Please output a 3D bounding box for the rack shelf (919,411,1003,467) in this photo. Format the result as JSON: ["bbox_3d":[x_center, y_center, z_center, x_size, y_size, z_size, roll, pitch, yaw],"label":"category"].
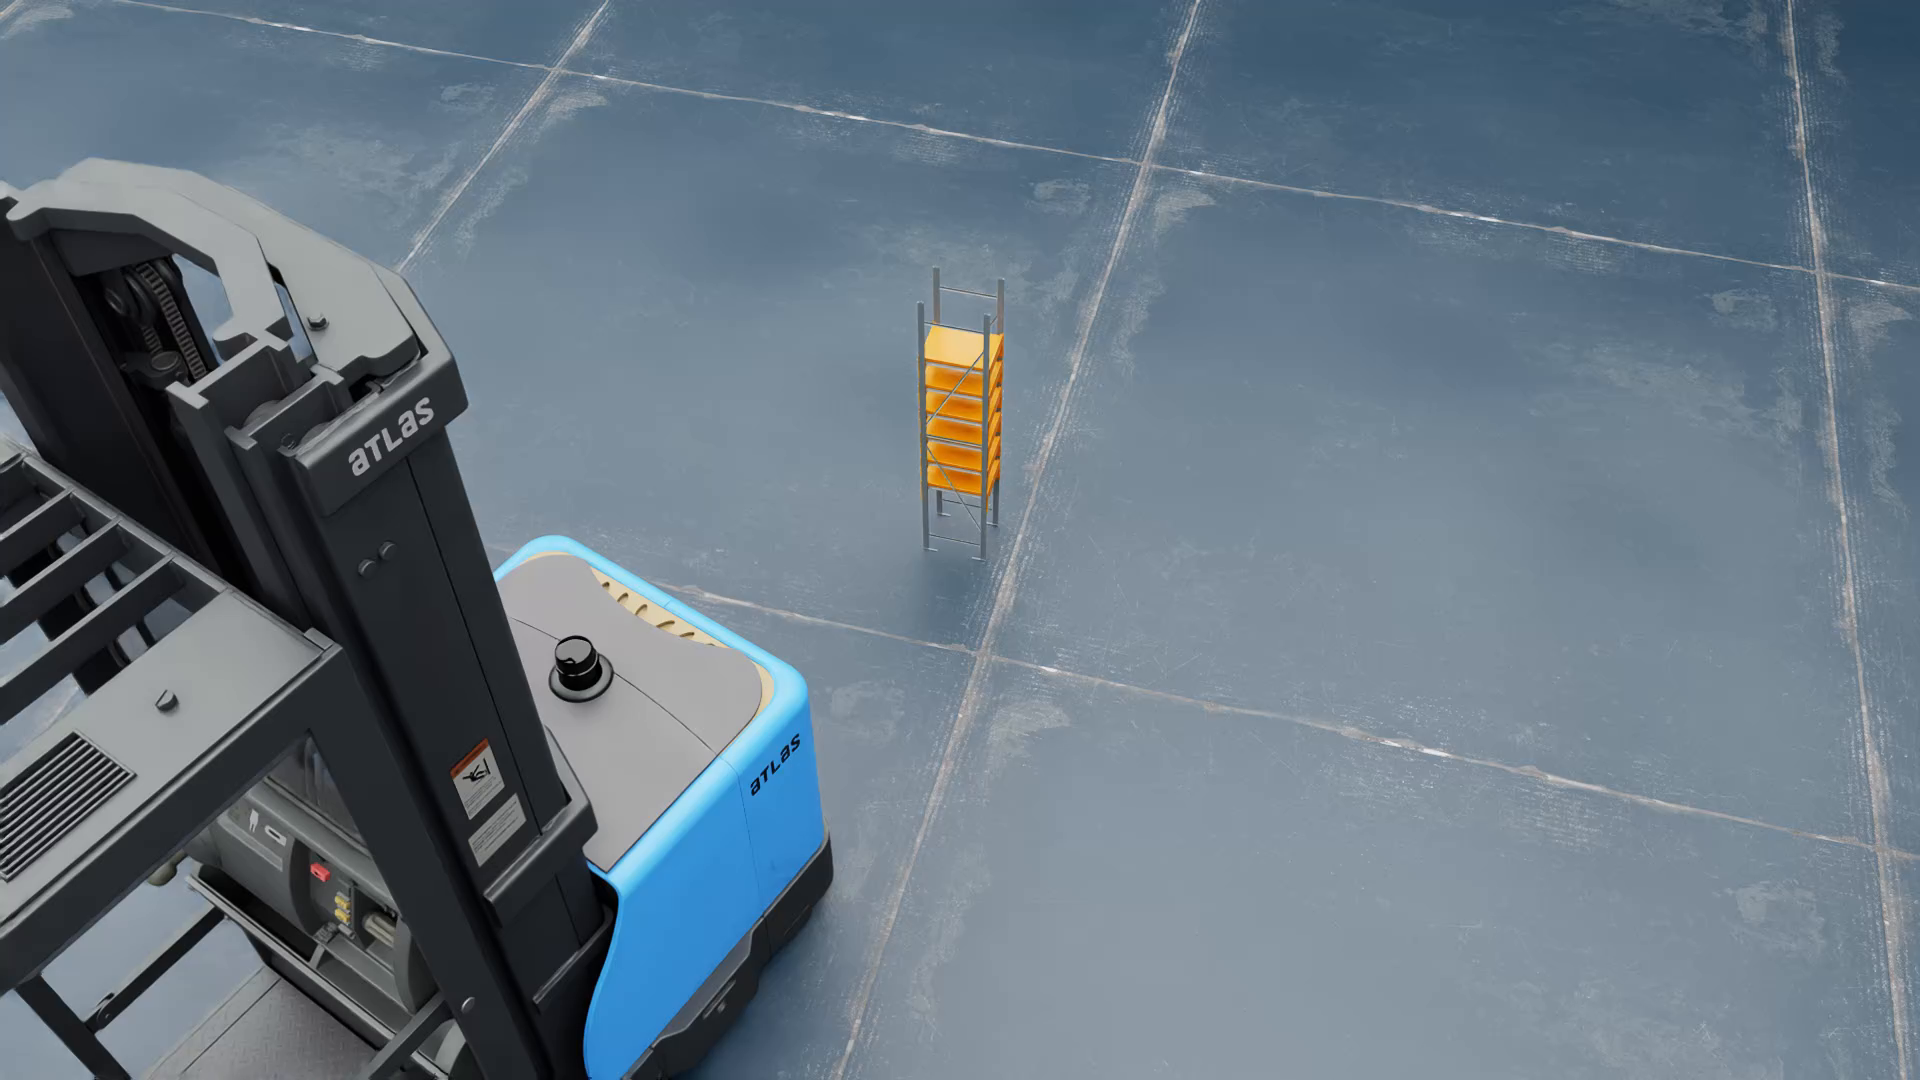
[{"bbox_3d":[0.004,-0.378,5.843,0.258,0.103,0.180,12,50,10],"label":"rack shelf"}]

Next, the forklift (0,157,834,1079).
[{"bbox_3d":[-1.649,0.816,3.575,1.130,2.935,3.031,27,54,22],"label":"forklift"}]

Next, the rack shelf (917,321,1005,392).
[{"bbox_3d":[0.004,-0.616,5.573,0.258,0.103,0.180,12,50,10],"label":"rack shelf"}]

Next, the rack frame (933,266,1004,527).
[{"bbox_3d":[0.028,-0.474,5.868,0.240,1.200,0.006,12,50,10],"label":"rack frame"}]

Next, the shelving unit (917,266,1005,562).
[{"bbox_3d":[0.004,-0.408,5.809,0.258,1.200,0.189,12,50,10],"label":"shelving unit"}]

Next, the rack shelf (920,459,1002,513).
[{"bbox_3d":[0.004,-0.219,6.023,0.258,0.103,0.180,12,50,10],"label":"rack shelf"}]

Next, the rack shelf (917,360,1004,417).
[{"bbox_3d":[0.004,-0.537,5.663,0.258,0.103,0.180,12,50,10],"label":"rack shelf"}]

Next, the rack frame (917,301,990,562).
[{"bbox_3d":[-0.020,-0.341,5.751,0.240,1.200,0.006,12,50,10],"label":"rack frame"}]

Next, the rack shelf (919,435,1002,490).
[{"bbox_3d":[0.004,-0.299,5.933,0.258,0.103,0.180,12,50,10],"label":"rack shelf"}]

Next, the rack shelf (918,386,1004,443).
[{"bbox_3d":[0.004,-0.458,5.753,0.258,0.103,0.180,12,50,10],"label":"rack shelf"}]
